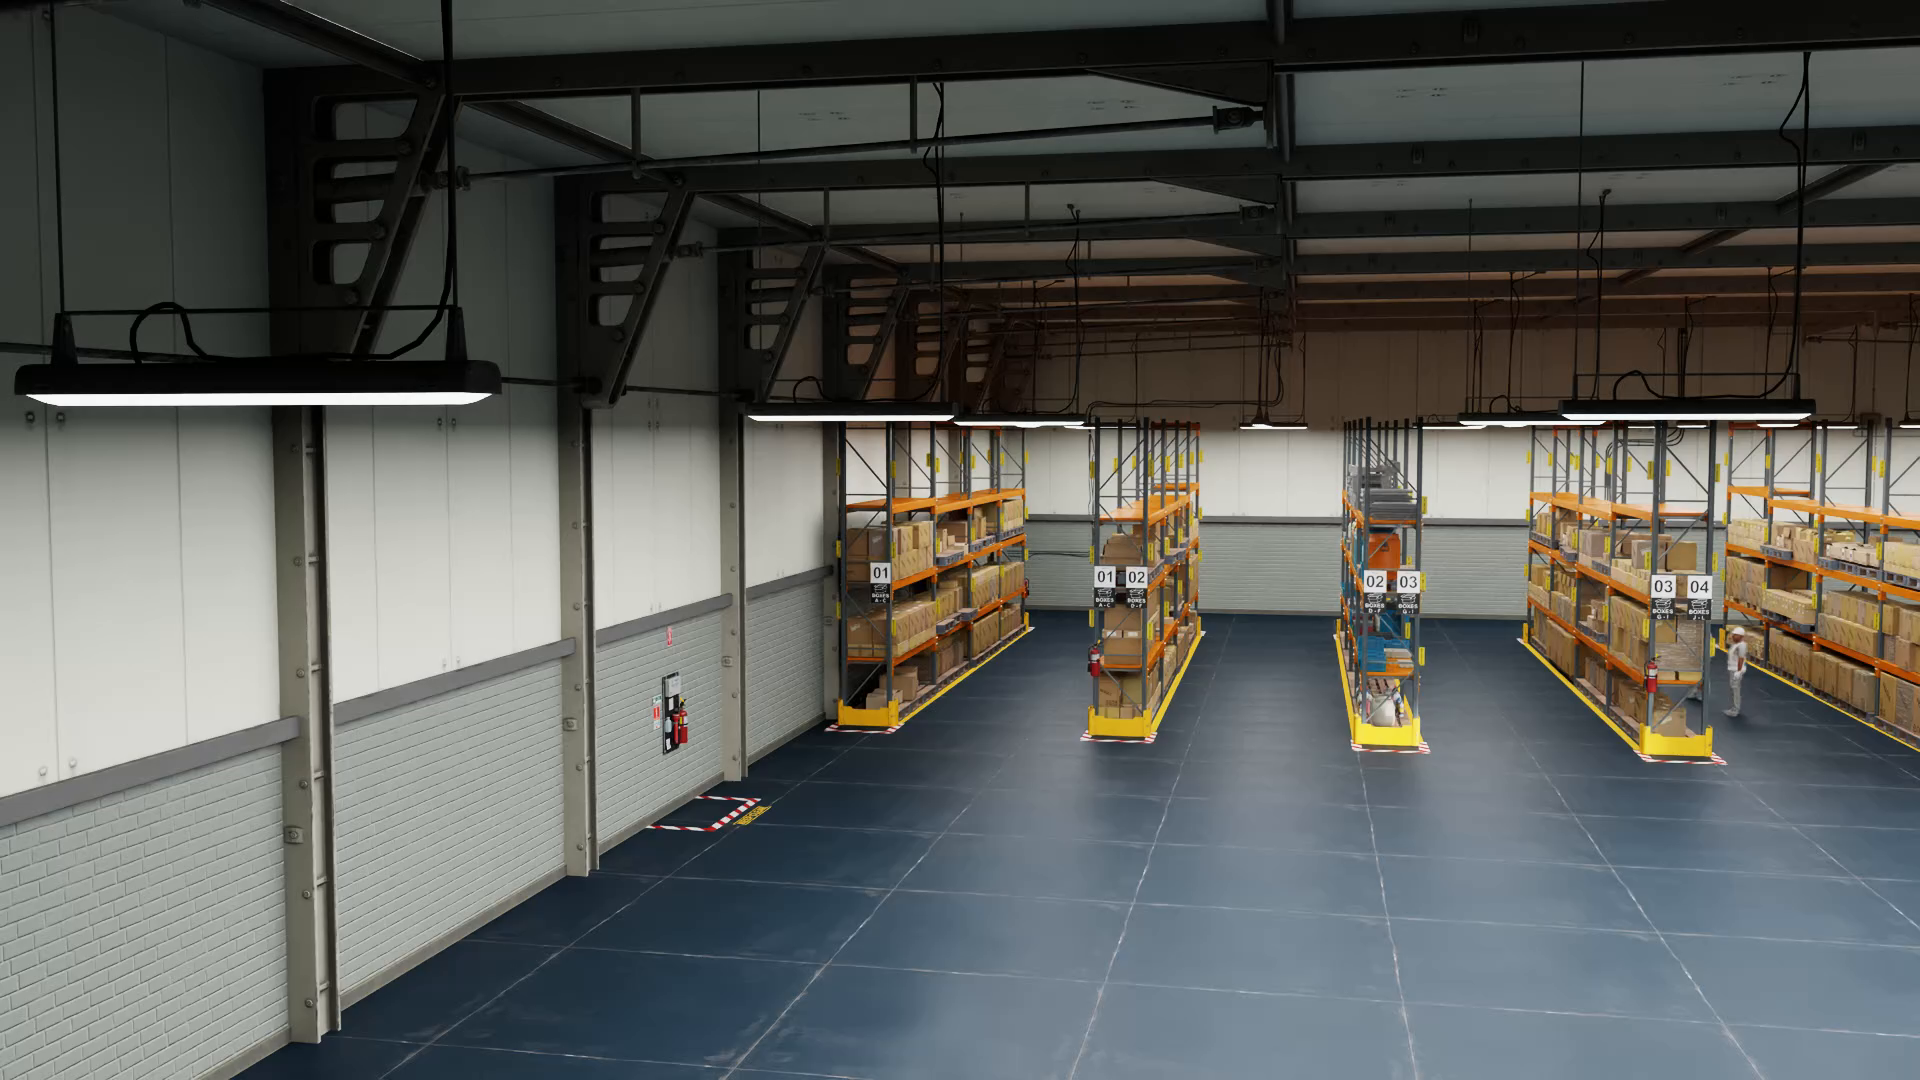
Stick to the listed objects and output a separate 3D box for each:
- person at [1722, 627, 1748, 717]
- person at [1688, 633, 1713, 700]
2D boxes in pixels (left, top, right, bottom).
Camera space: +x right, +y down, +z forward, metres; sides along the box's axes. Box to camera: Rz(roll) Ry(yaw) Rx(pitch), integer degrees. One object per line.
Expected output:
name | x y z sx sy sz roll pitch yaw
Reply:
person | 15.657 2.652 33.586 0.473 1.793 0.555 2 4 31
person | 15.851 2.521 35.603 0.430 1.776 0.567 -1 4 -20
